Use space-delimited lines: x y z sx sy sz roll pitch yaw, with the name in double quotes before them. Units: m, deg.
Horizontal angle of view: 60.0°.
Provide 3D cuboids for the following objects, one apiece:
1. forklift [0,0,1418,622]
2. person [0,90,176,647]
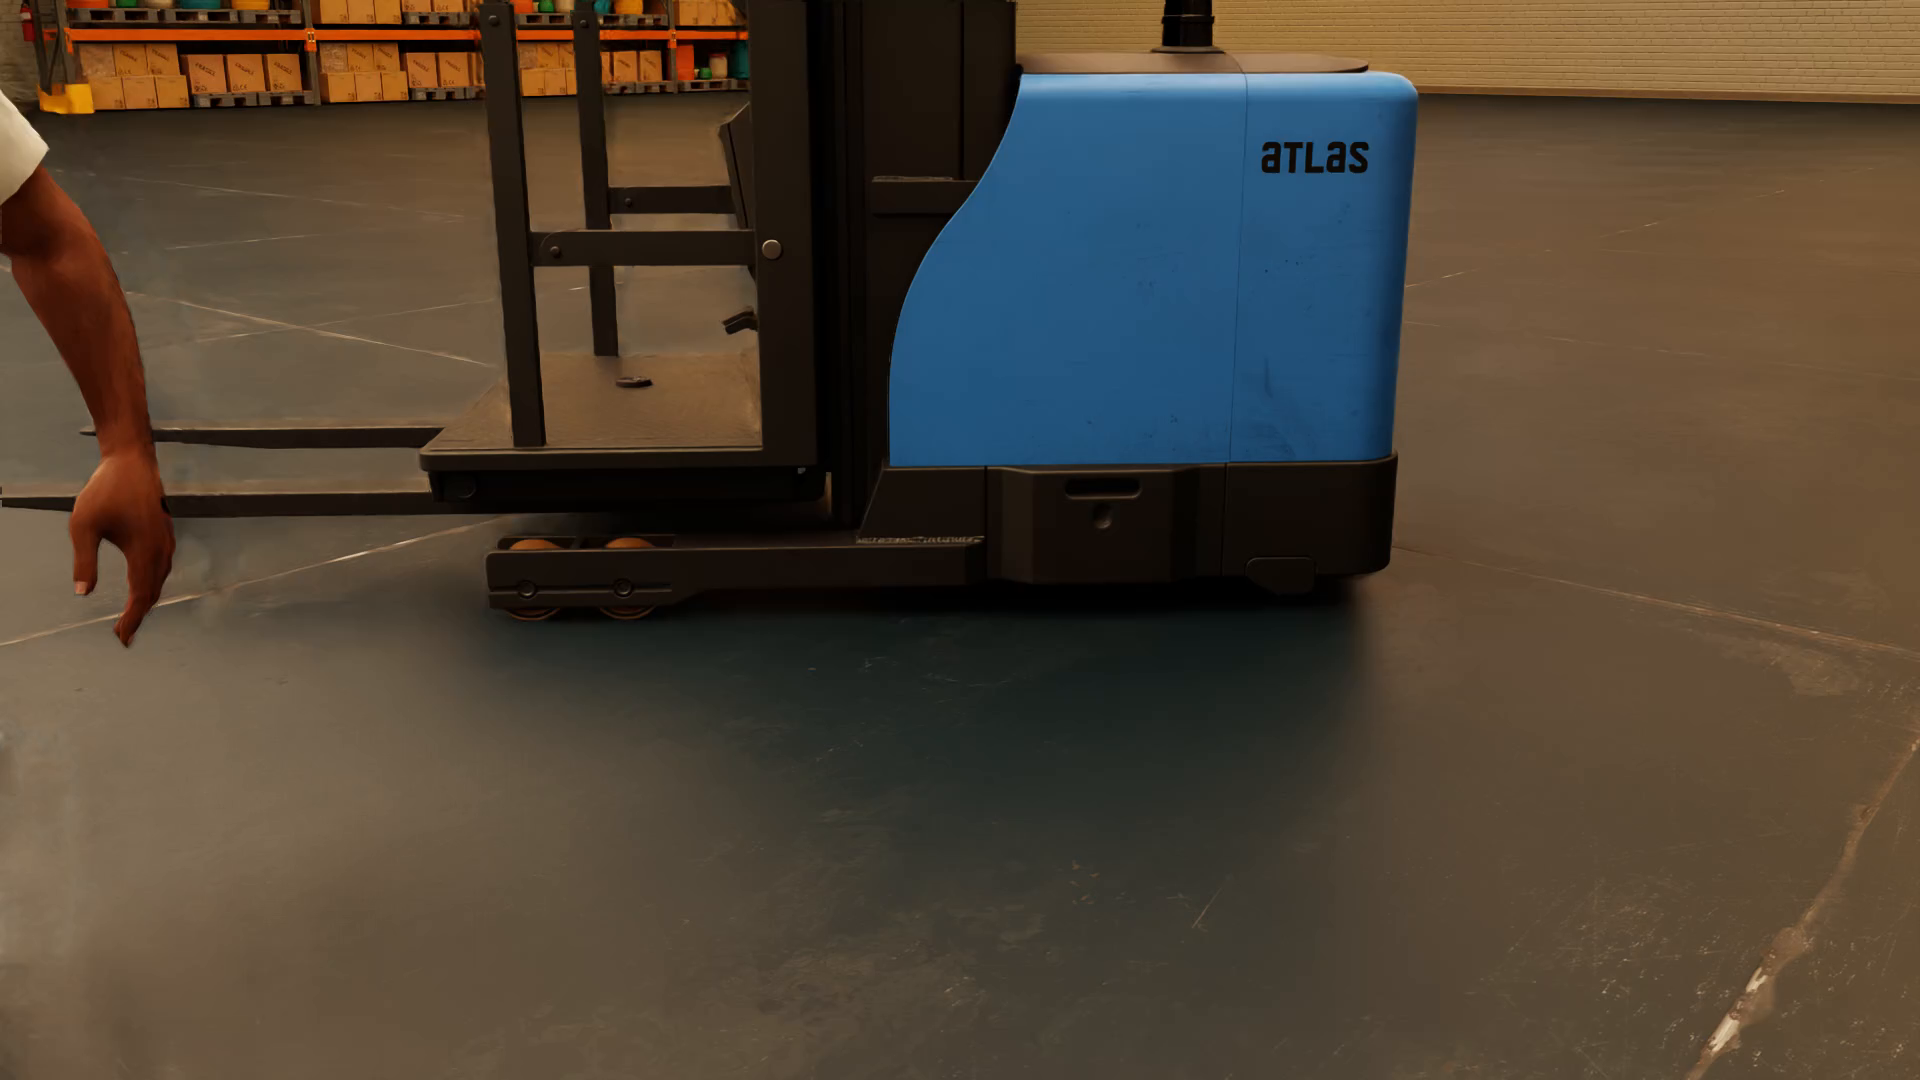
"forklift" -0.619 -1.393 3.486 3.031 2.935 1.130 -1 17 -3
"person" -1.158 -0.072 1.570 0.732 1.547 0.722 -2 17 -6
